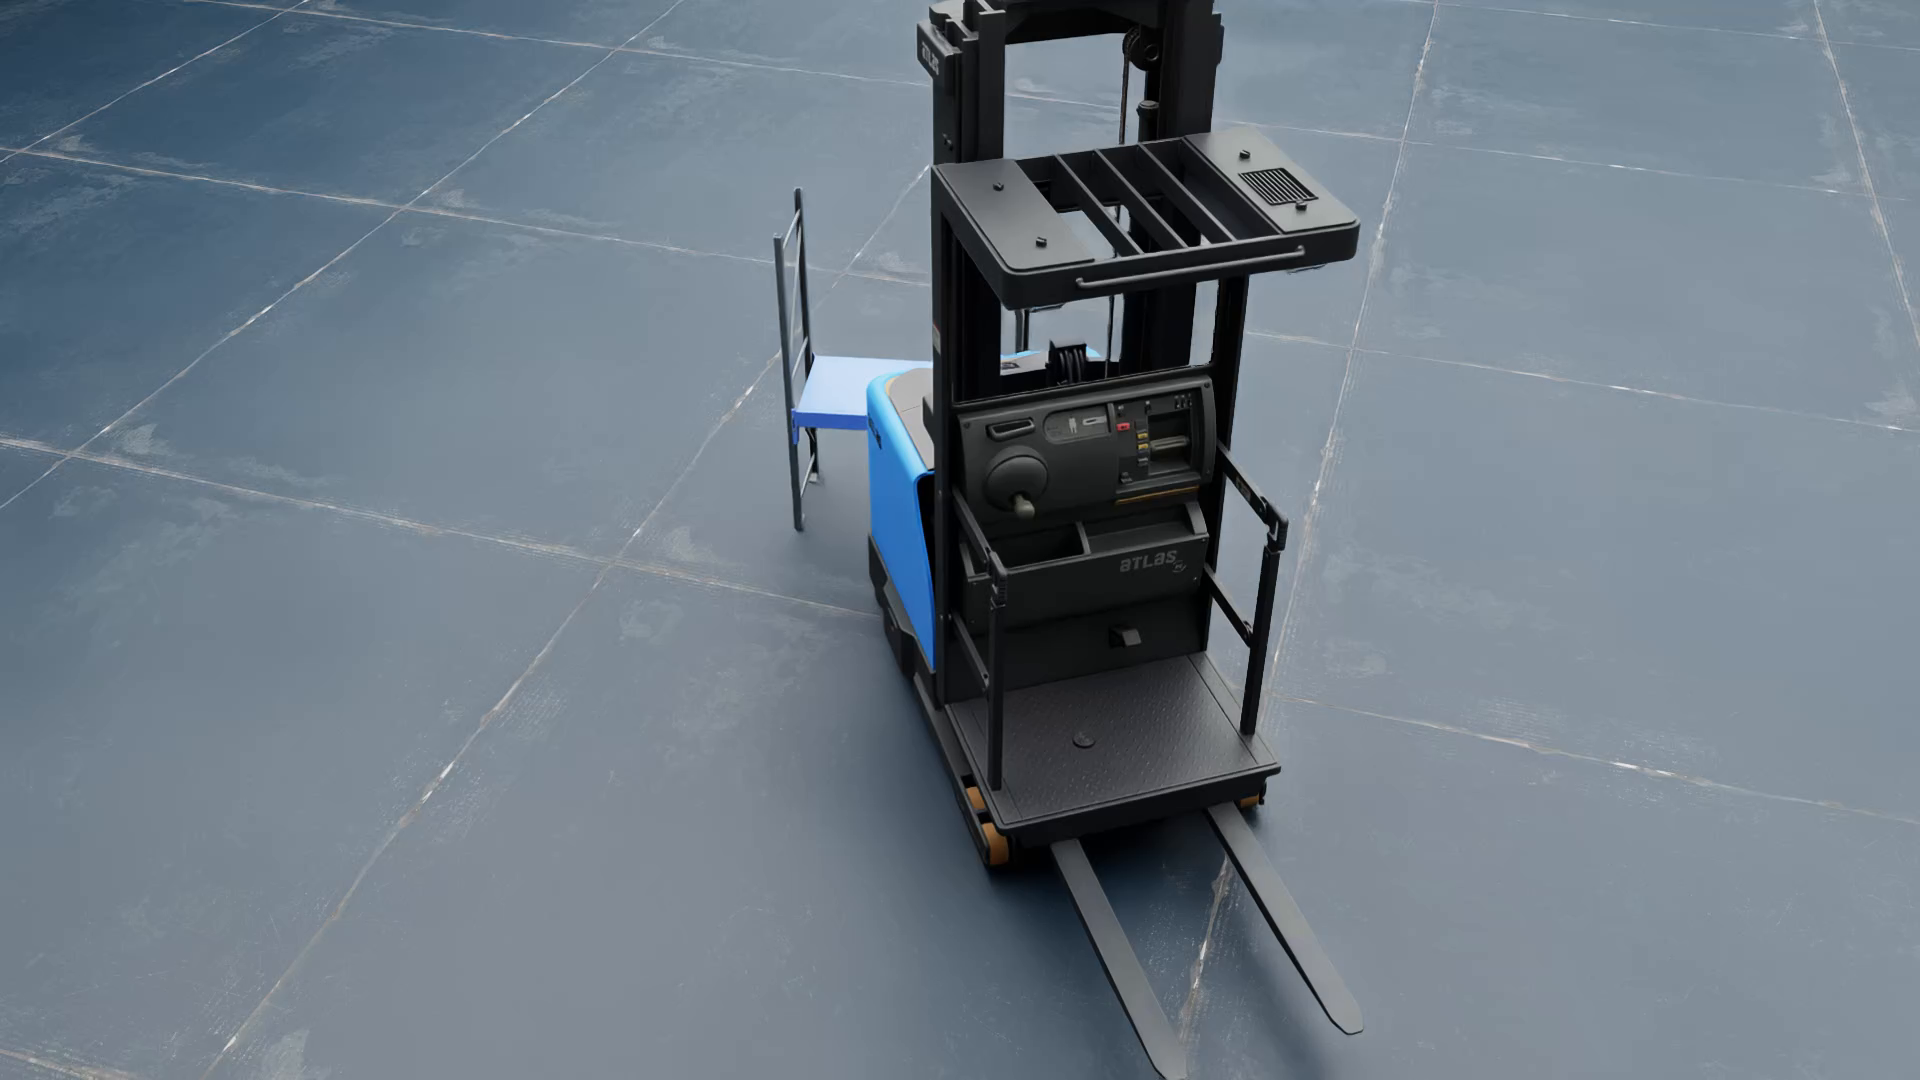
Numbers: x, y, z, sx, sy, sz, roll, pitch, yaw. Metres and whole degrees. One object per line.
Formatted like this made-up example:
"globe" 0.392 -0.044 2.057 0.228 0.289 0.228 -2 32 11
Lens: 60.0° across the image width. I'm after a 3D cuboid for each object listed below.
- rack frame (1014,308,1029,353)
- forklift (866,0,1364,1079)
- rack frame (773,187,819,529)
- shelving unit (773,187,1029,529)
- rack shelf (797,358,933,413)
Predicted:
"rack frame" 0.274 -0.740 7.490 0.032 1.500 0.500 4 37 5
"forklift" 0.517 -0.248 5.614 1.130 2.935 3.031 -10 38 -14
"rack frame" -0.737 -0.804 7.577 0.032 1.500 0.500 4 37 5
"shelving unit" -0.232 -0.772 7.534 1.048 1.500 0.500 4 37 5
"rack shelf" -0.232 -0.666 7.611 0.952 0.062 0.459 4 37 5
